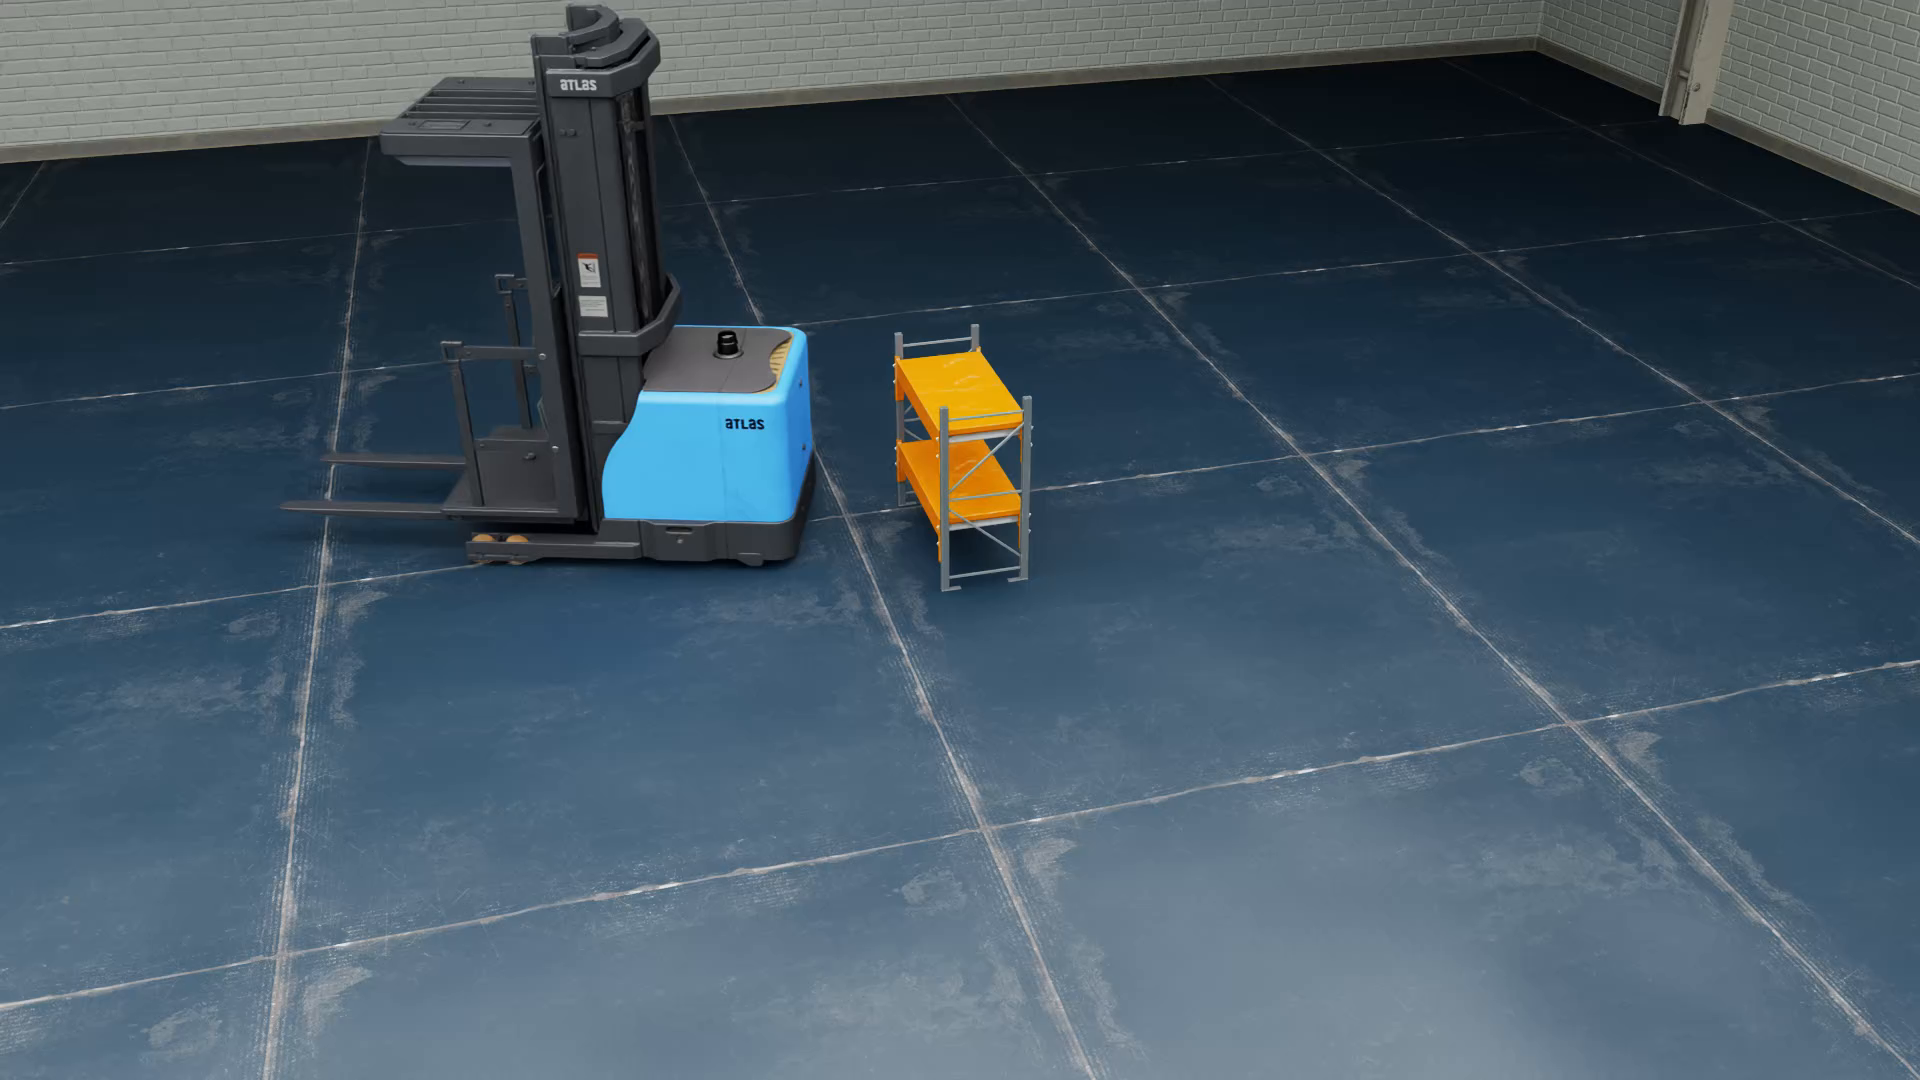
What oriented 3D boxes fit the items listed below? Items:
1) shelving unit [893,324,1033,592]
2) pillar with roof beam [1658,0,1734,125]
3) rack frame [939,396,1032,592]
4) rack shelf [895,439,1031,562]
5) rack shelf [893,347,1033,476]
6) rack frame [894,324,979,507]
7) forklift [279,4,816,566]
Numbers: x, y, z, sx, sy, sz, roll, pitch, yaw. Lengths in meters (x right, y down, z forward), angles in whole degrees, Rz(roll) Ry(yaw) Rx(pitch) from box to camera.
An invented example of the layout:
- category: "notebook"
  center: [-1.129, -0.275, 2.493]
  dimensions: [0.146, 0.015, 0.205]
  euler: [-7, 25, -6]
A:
- category: "shelving unit"
  center: [0.002, -0.484, 9.463]
  dimensions: [0.538, 1.125, 1.048]
  euler: [-8, 31, -13]
- category: "pillar with roof beam"
  center: [3.383, -7.718, 14.101]
  dimensions: [9.100, 9.000, 0.400]
  euler: [-8, 31, -13]
- category: "rack frame"
  center: [0.137, -0.238, 9.038]
  dimensions: [0.500, 1.125, 0.032]
  euler: [-8, 31, -13]
- category: "rack shelf"
  center: [0.002, -0.272, 9.585]
  dimensions: [0.538, 0.278, 1.000]
  euler: [-8, 31, -13]
- category: "rack shelf"
  center: [0.002, -0.737, 9.316]
  dimensions: [0.538, 0.278, 1.000]
  euler: [-8, 31, -13]
- category: "rack frame"
  center: [-0.133, -0.729, 9.887]
  dimensions: [0.500, 1.125, 0.032]
  euler: [-8, 31, -13]
- category: "forklift"
  center: [-2.419, -1.389, 9.225]
  dimensions: [3.031, 2.935, 1.130]
  euler: [1, 30, 3]
